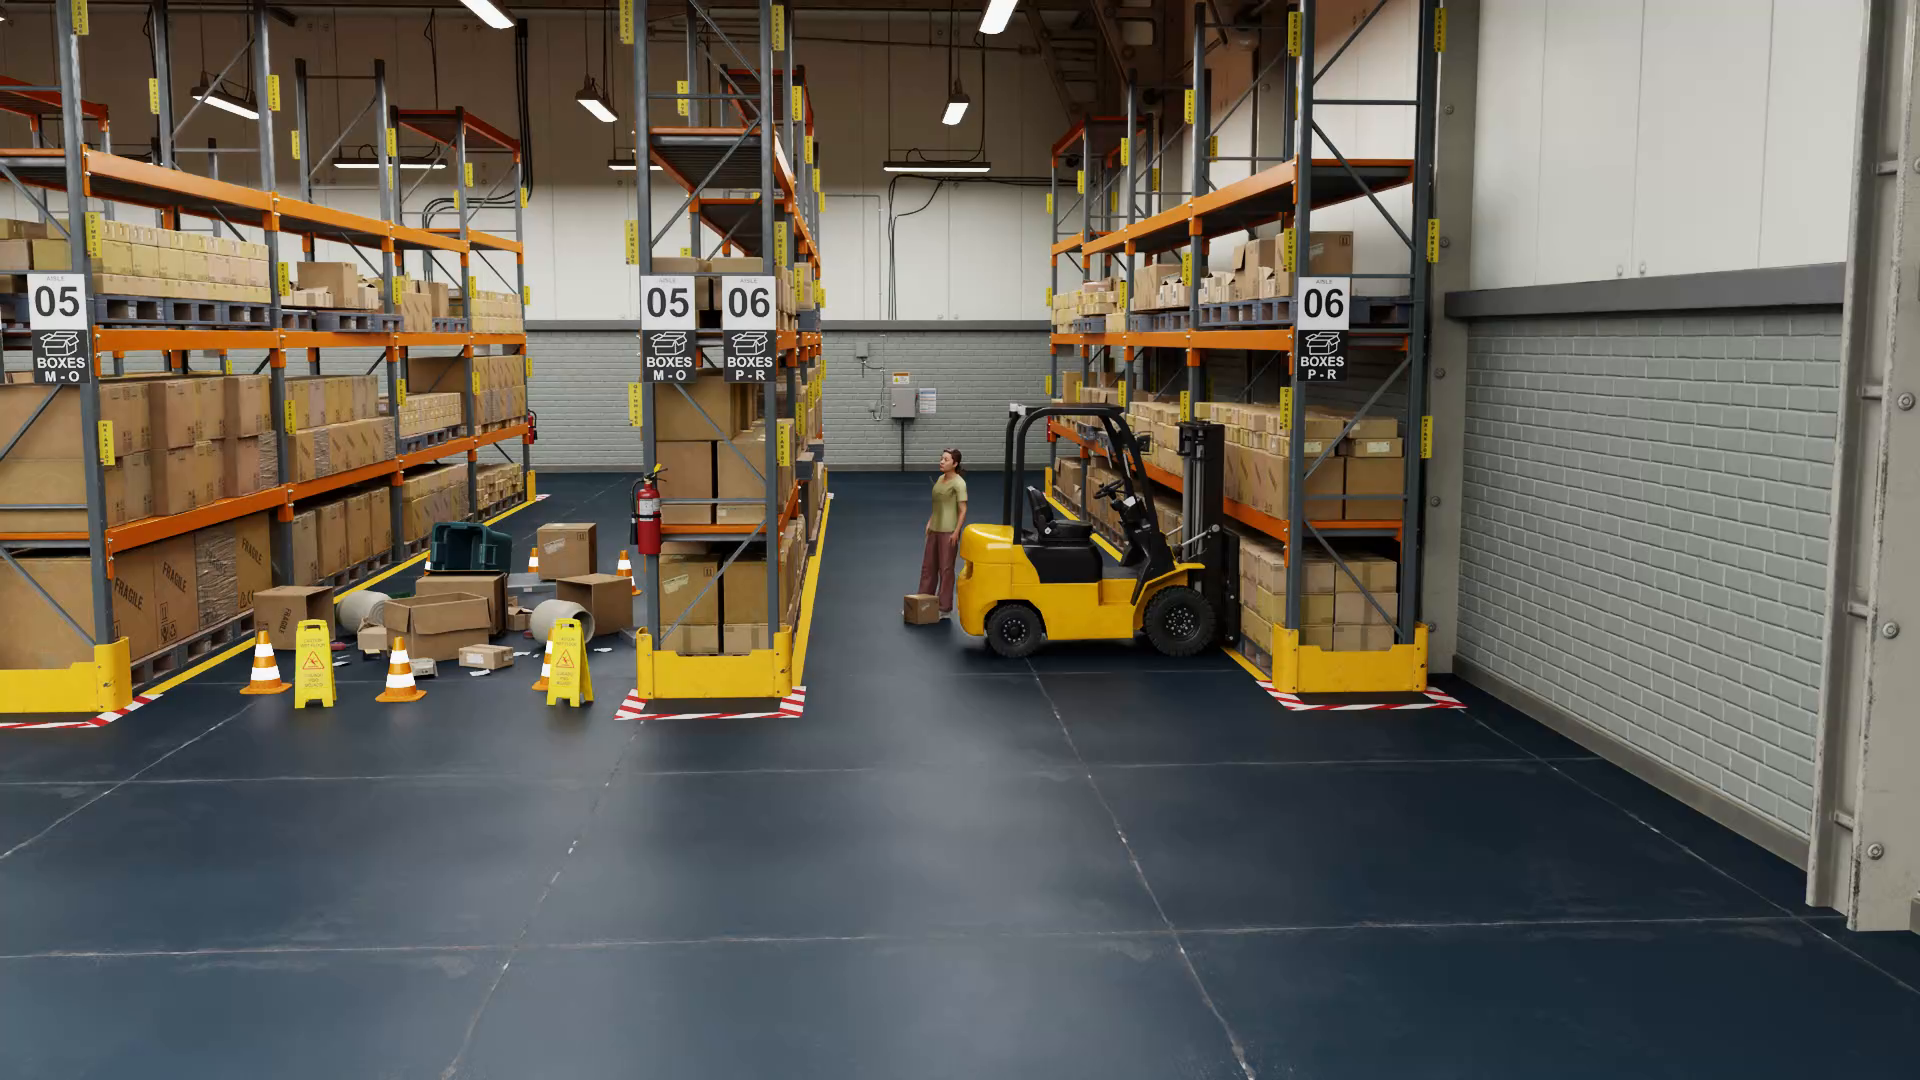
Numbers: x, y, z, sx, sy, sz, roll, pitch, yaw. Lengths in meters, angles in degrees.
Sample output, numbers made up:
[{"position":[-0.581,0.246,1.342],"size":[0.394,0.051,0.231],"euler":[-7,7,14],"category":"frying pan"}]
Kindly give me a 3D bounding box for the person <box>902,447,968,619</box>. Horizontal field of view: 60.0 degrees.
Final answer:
[{"position":[-0.213,0.059,16.216],"size":[0.548,1.427,0.552],"euler":[-4,8,-33],"category":"person"}]
